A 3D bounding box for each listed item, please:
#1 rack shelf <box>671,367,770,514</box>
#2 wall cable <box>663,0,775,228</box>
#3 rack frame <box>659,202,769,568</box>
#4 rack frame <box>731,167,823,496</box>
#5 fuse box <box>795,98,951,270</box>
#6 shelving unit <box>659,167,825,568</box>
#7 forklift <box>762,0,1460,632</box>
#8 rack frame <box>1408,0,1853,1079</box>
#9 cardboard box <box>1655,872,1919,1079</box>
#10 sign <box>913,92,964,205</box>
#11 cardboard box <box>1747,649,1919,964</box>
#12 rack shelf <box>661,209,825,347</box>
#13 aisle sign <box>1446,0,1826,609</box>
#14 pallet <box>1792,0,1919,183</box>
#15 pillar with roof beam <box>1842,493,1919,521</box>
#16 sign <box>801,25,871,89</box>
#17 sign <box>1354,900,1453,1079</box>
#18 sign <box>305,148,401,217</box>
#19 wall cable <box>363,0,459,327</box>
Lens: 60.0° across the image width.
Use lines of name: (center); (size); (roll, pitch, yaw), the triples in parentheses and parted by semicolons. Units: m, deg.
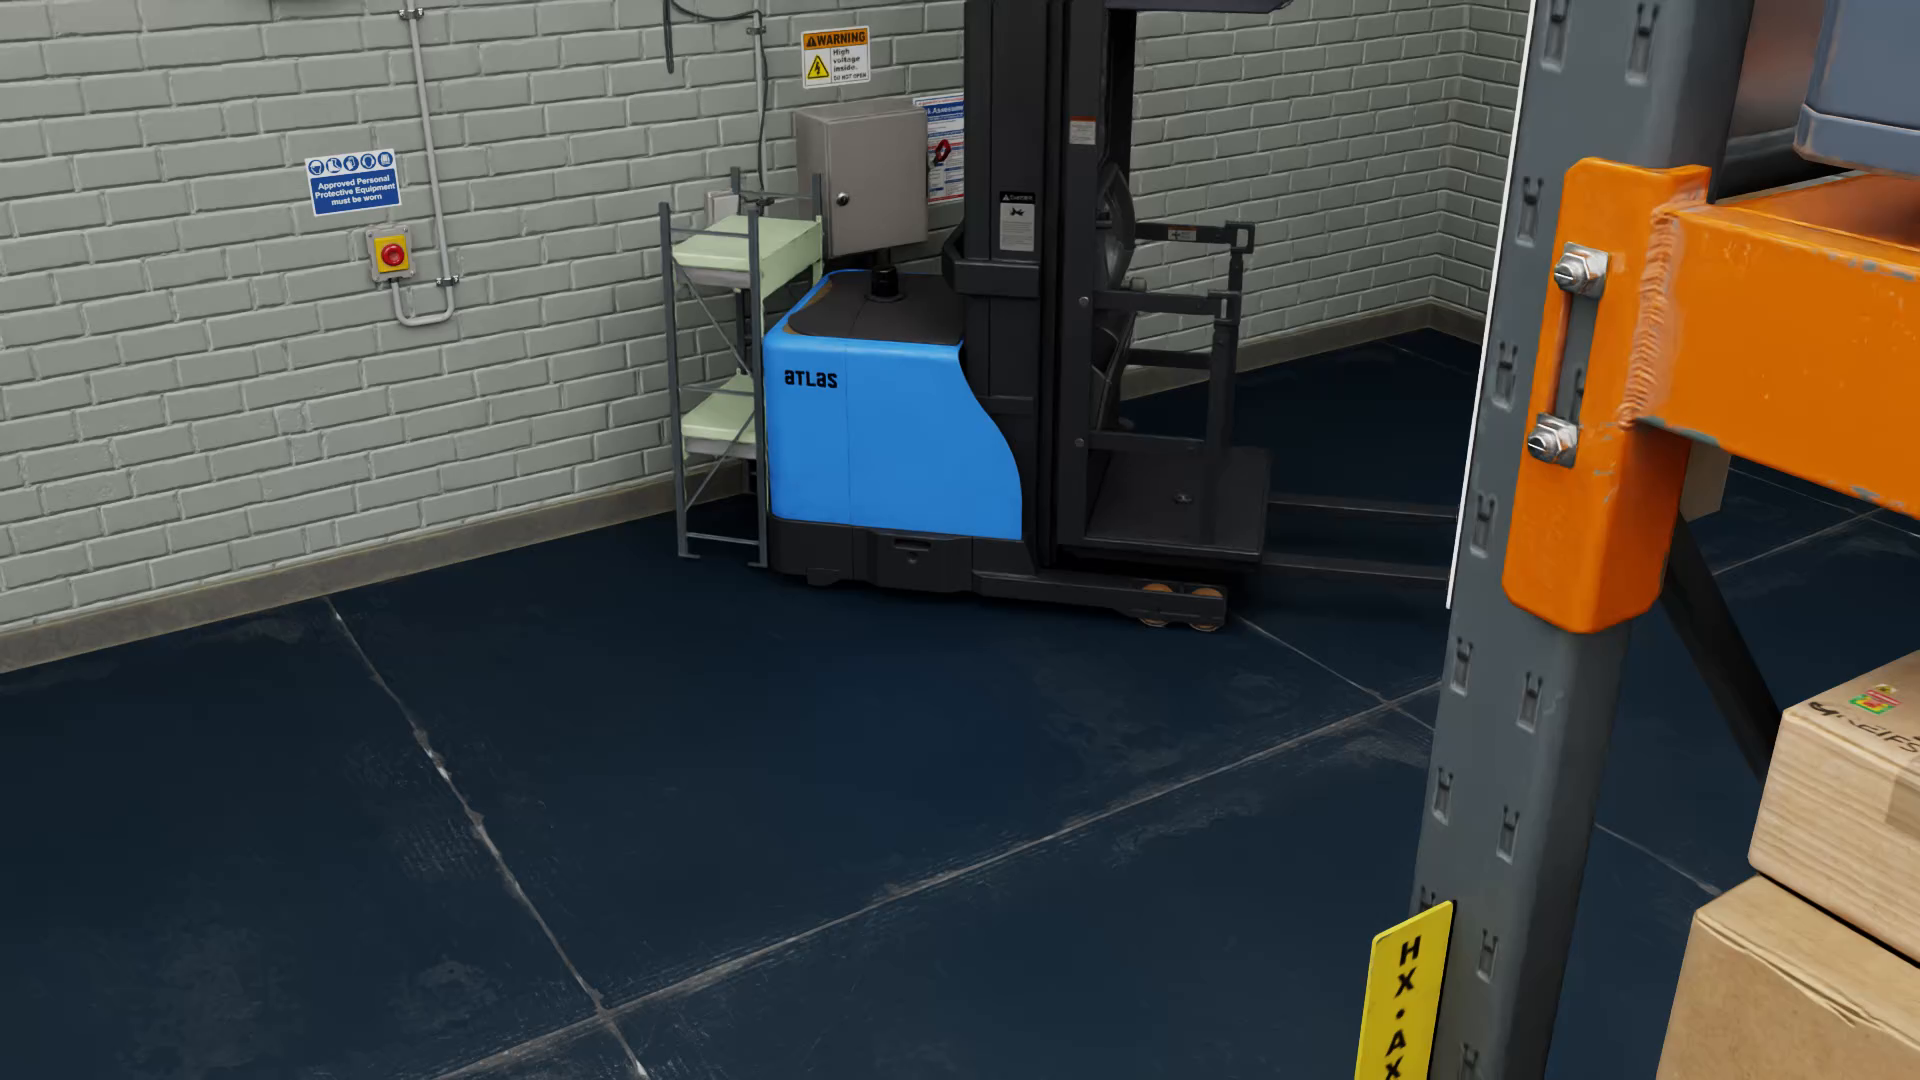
rack shelf: (-0.893, -0.440, 7.149); (0.431, 0.370, 0.720); (7, 24, 13)
wall cable: (-1.033, -2.013, 6.810); (0.588, 1.984, 0.122); (-16, 29, -30)
rack frame: (-0.981, -0.597, 6.693); (0.400, 1.500, 0.023); (7, 24, 13)
rack frame: (-0.793, -0.879, 7.342); (0.400, 1.500, 0.023); (7, 24, 13)
fuse box: (-0.376, -1.073, 7.519); (0.539, 1.711, 0.414); (-16, 29, -30)
shelving unit: (-0.887, -0.738, 7.017); (0.431, 1.500, 0.755); (7, 24, 13)
forklift: (0.788, -1.216, 6.393); (3.031, 2.935, 1.130); (5, 26, 11)
rack frame: (0.885, 0.792, 2.058); (0.949, 2.616, 0.053); (-16, 29, -30)
cardboard box: (0.906, 0.534, 1.318); (0.500, 0.500, 0.500); (-16, 30, -31)
sign: (-0.075, -1.802, 7.665); (0.329, 0.494, 0.001); (-16, 29, -30)
cardboard box: (0.844, 0.194, 1.278); (0.380, 0.149, 0.250); (-15, 29, -29)
rack shelf: (-0.880, -1.095, 6.860); (0.431, 0.370, 0.720); (7, 24, 13)
aisle sign: (0.600, -0.341, 1.413); (0.394, 0.787, 0.004); (-16, 29, -30)
pallet: (1.296, -0.261, 0.878); (1.003, 0.211, 1.213); (-16, 29, -30)
pillar with roof beam: (0.715, -3.249, 3.592); (9.100, 9.000, 0.400); (-16, 29, -30)
sign: (-0.535, -2.091, 7.197); (0.339, 0.242, 0.001); (-16, 29, -30)
sign: (0.414, 0.493, 1.586); (0.100, 0.325, 0.005); (-16, 29, -30)
sign: (-2.289, -1.351, 6.282); (0.327, 0.218, 0.001); (-16, 29, -30)
wall cable: (-2.215, -1.692, 6.094); (0.585, 1.953, 0.123); (-16, 29, -30)
